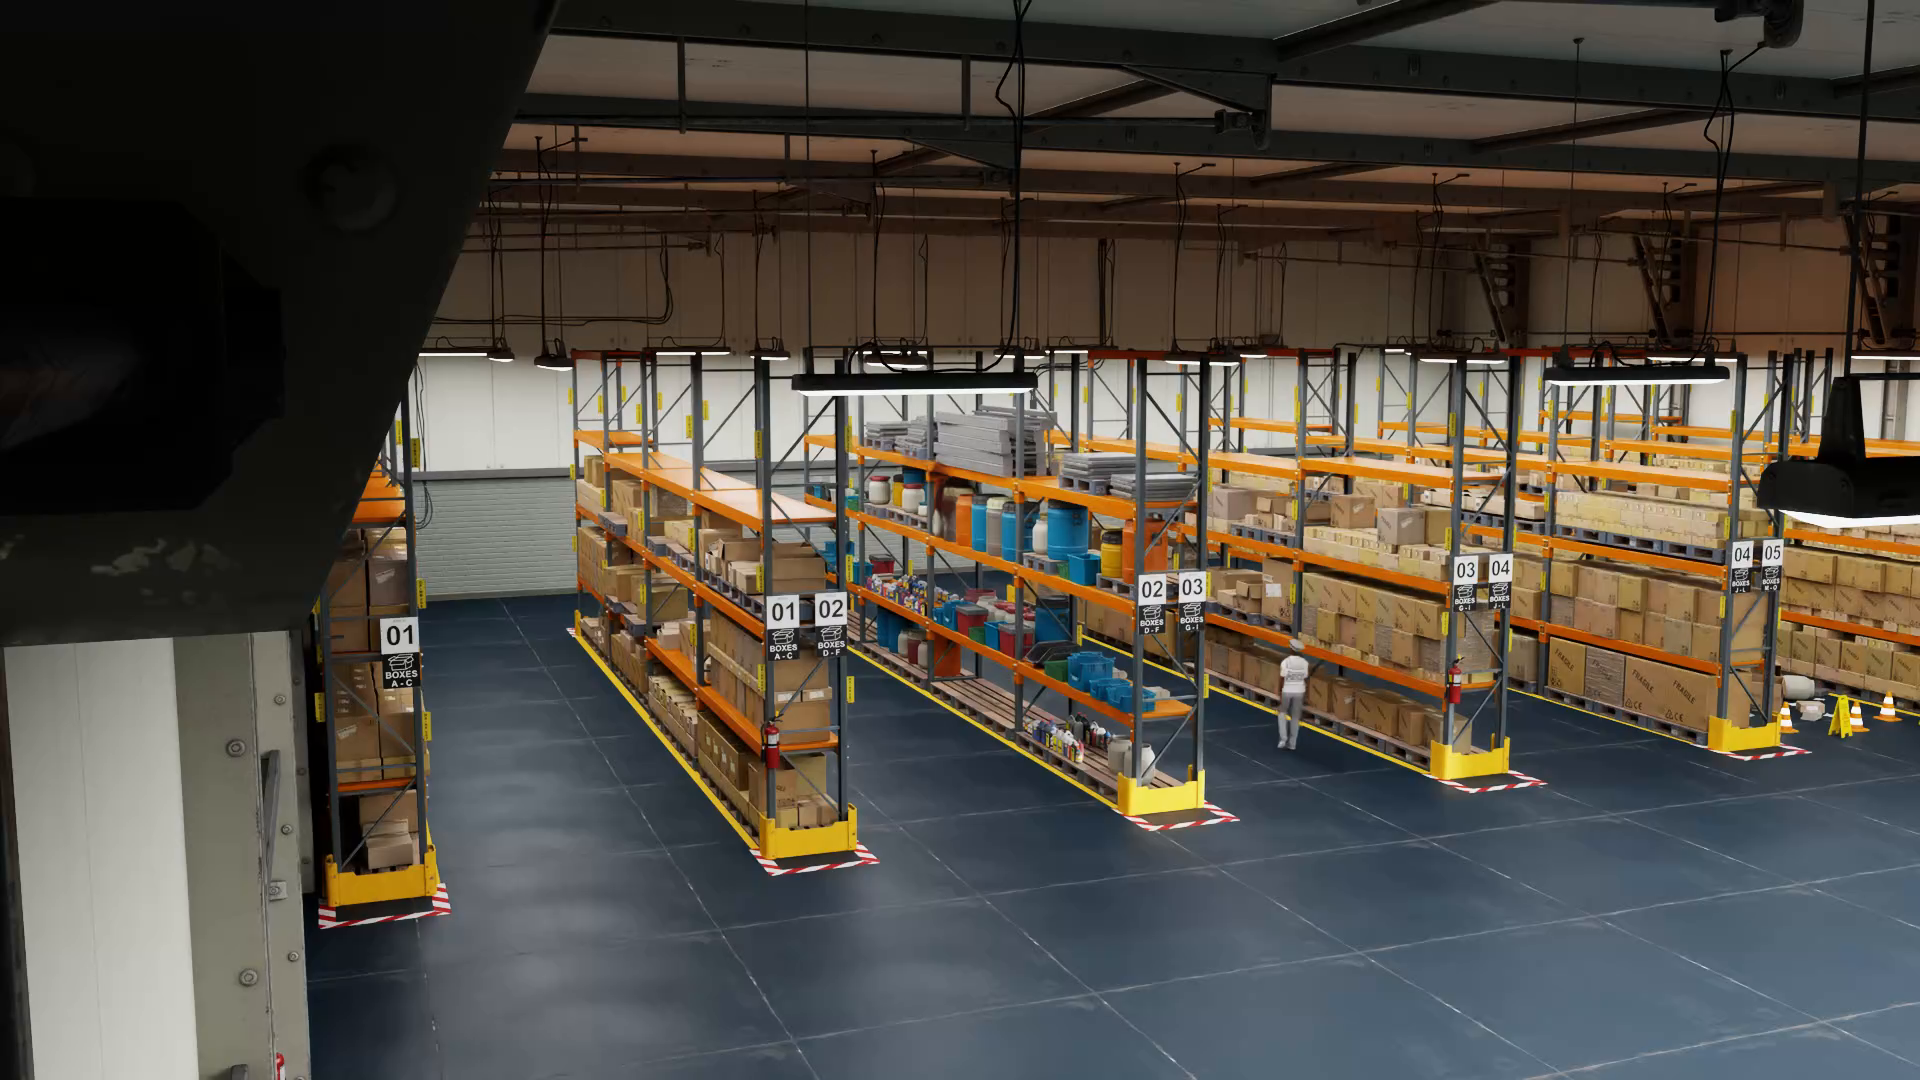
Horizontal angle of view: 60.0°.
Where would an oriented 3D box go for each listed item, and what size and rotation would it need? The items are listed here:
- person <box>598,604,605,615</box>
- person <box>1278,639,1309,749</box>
[{"bbox_3d":[-7.562,0.920,36.740,1.013,1.735,0.605,5,9,37],"label":"person"},{"bbox_3d":[5.077,2.344,25.323,0.441,1.698,0.422,2,7,14],"label":"person"}]
